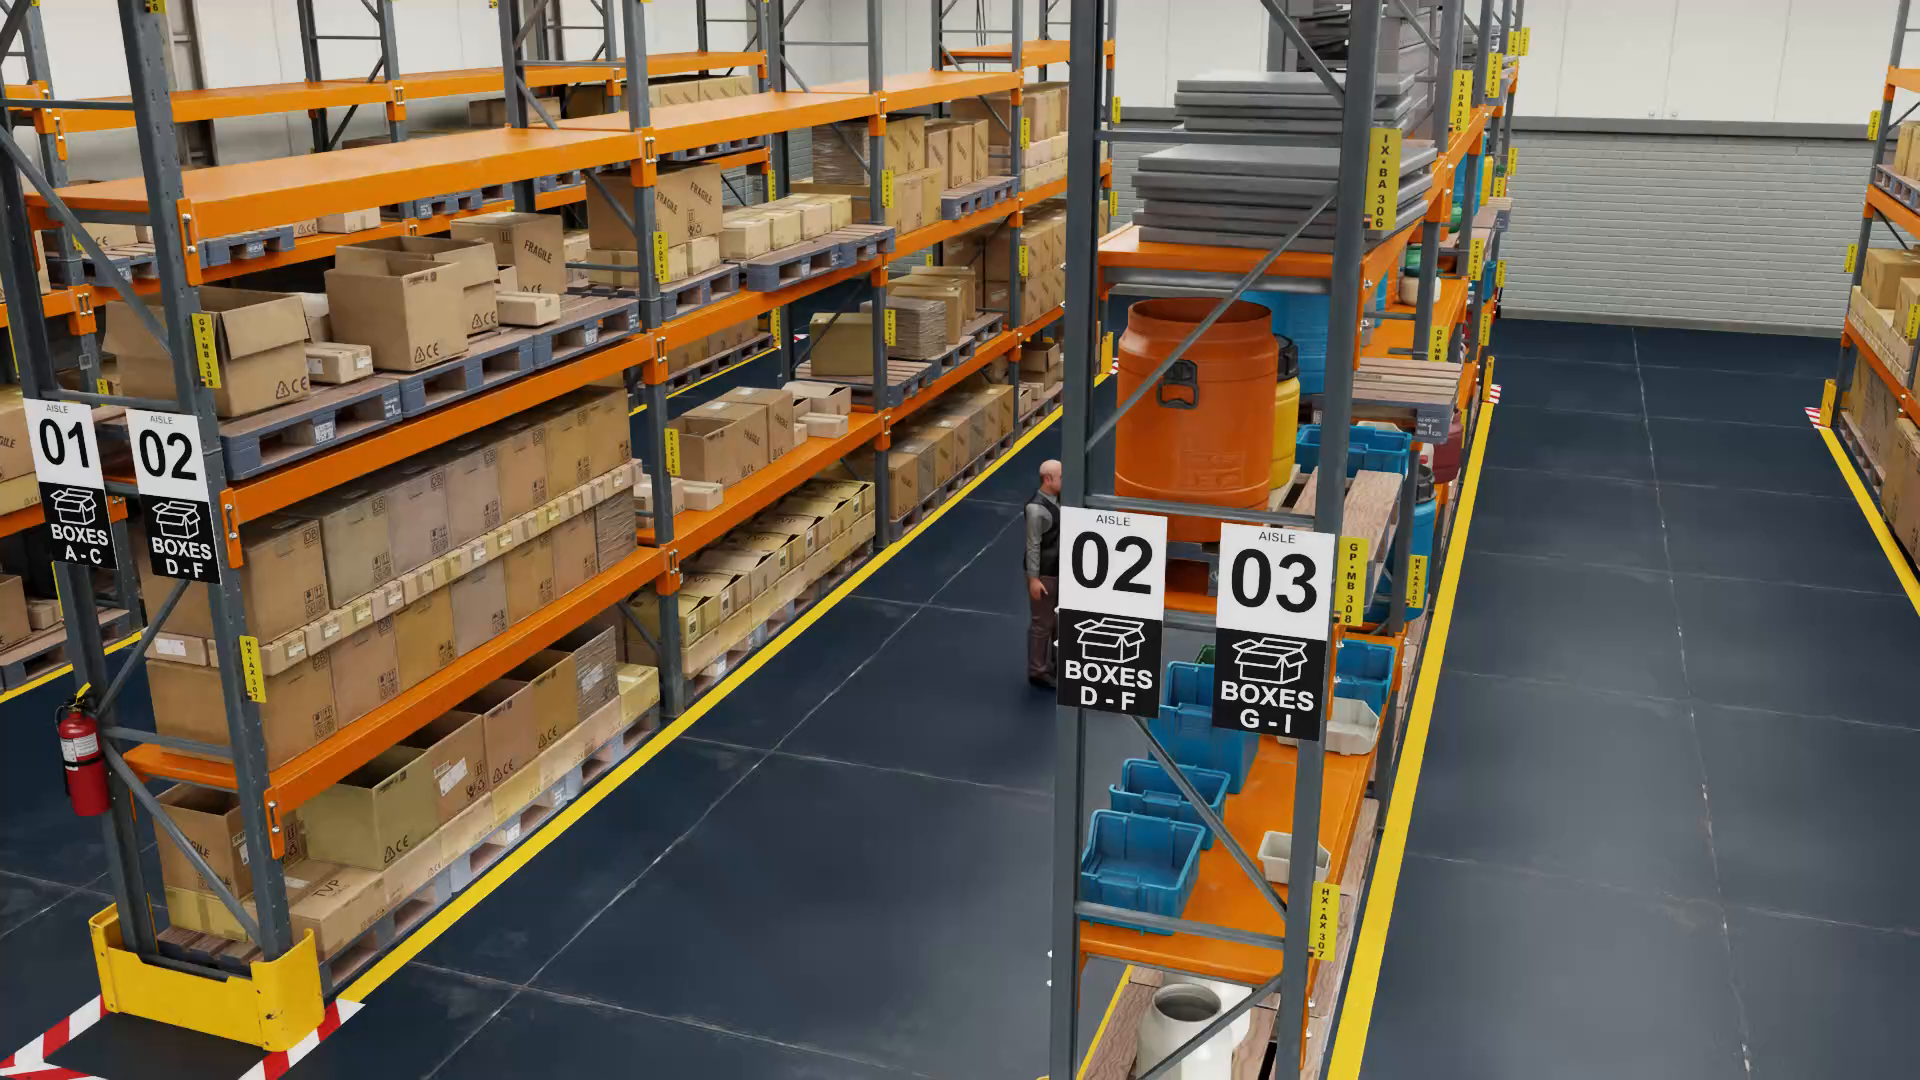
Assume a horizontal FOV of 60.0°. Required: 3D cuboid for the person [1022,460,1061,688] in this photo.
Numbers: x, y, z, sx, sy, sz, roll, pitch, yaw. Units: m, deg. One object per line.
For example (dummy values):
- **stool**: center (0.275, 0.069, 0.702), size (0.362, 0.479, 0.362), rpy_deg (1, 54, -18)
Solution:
- **person**: center (0.692, 0.278, 12.270), size (0.433, 1.777, 0.575), rpy_deg (10, 21, 27)
